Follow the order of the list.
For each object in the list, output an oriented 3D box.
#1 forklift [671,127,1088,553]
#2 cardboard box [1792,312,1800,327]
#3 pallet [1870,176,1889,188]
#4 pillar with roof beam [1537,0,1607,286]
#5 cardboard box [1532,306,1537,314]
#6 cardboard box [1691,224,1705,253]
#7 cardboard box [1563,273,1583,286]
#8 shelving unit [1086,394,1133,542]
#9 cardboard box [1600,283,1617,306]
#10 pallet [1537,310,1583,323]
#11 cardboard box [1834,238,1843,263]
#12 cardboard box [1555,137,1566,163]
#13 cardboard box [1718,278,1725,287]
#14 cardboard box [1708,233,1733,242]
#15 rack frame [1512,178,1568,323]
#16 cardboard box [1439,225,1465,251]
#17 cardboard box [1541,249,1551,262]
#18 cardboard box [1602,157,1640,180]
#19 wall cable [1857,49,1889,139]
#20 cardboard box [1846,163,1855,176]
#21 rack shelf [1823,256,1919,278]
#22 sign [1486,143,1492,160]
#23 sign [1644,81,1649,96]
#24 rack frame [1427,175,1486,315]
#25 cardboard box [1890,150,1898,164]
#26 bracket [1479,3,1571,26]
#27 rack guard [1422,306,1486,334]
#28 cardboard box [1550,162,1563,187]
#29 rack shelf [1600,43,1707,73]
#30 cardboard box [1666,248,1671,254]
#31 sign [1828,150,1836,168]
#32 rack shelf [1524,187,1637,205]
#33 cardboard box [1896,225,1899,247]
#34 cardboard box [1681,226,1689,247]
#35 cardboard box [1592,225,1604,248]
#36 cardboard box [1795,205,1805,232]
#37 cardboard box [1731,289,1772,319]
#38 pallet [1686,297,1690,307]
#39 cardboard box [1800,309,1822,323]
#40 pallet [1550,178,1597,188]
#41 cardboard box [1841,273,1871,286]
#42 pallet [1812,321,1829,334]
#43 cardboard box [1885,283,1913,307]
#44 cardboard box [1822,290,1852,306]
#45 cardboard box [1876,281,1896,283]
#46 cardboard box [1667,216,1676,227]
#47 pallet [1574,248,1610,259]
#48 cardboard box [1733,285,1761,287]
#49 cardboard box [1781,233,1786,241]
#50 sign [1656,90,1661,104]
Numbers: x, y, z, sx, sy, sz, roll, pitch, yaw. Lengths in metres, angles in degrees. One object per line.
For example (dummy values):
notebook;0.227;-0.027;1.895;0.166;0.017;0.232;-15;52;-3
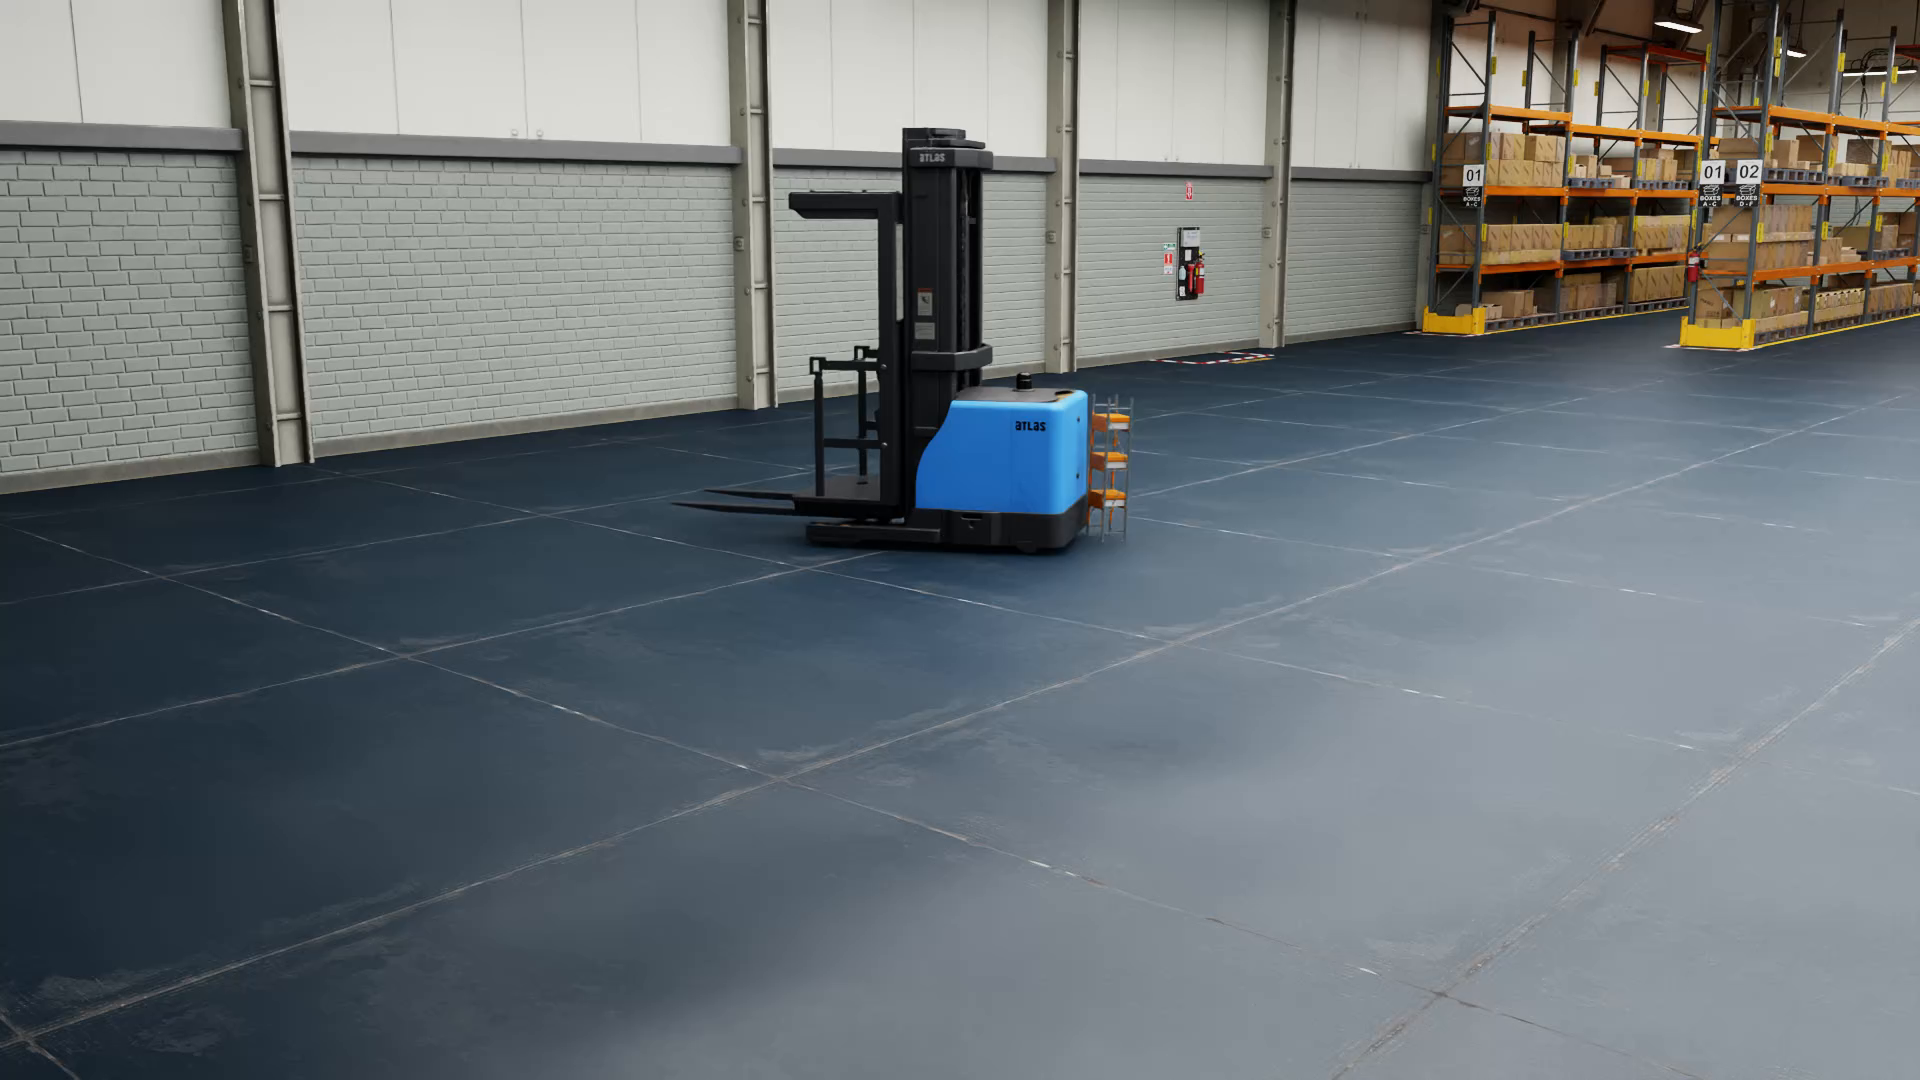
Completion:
forklift;-0.620;-1.481;12.142;3.031;2.935;1.130;3;12;15
cardboard box;15.484;-4.161;31.333;0.500;0.250;0.500;10;15;40
pallet;18.223;-7.328;34.064;1.213;0.211;1.003;11;16;43
pillar with roof beam;16.607;-9.006;34.329;9.100;9.000;0.548;10;15;40
cardboard box;11.910;-4.856;34.975;0.380;0.166;0.250;7;14;33
cardboard box;17.892;-7.514;41.407;0.980;0.700;0.700;10;15;41
cardboard box;13.342;-5.722;36.548;0.500;0.250;0.500;9;15;39
shelving unit;1.090;-0.525;12.137;0.215;1.050;0.252;-2;11;-22
cardboard box;14.445;-5.578;37.738;0.700;0.500;0.500;10;15;41
pallet;12.753;-4.859;36.002;1.003;0.211;1.213;10;15;40
cardboard box;17.509;-5.861;33.640;0.500;0.500;0.500;9;14;37
cardboard box;12.113;-8.023;34.206;0.500;0.500;0.500;8;14;36
cardboard box;19.444;-6.668;43.248;0.700;0.500;0.500;10;15;40
cardboard box;13.432;-5.332;29.335;0.380;0.149;0.250;9;15;39
rack frame;12.240;-6.112;35.154;1.000;3.000;0.127;10;15;40
cardboard box;9.751;-5.924;32.632;0.500;0.500;0.500;10;15;40
cardboard box;11.820;-5.867;34.260;0.500;0.250;0.500;10;15;41
cardboard box;15.152;-8.514;38.142;0.700;0.500;0.500;8;14;36
wall cable;26.196;-12.210;45.399;3.097;2.526;0.112;10;15;40
cardboard box;17.628;-7.428;33.394;0.500;0.250;0.500;9;15;39
rack shelf;19.924;-6.002;36.440;1.077;0.370;4.000;10;15;40
sign;10.008;-7.353;31.477;0.100;0.325;0.005;10;15;40
sign;15.295;-10.071;37.070;0.100;0.325;0.005;10;15;40
rack frame;9.600;-5.524;32.208;1.000;3.000;0.127;10;15;40
cardboard box;19.978;-8.163;36.181;0.600;0.600;0.600;9;14;38
bracket;11.654;-10.840;34.317;0.076;0.066;4.783;10;15;40
rack guard;9.650;-4.309;32.508;1.175;0.500;0.348;10;15;40
cardboard box;12.091;-7.535;34.315;0.500;0.500;0.500;10;15;42
rack shelf;16.201;-11.214;38.731;1.077;0.370;4.000;10;15;40
cardboard box;16.816;-6.943;39.905;0.380;0.149;0.250;10;15;40
sign;16.382;-7.164;31.240;0.100;0.325;0.005;10;15;40
rack shelf;13.561;-7.524;36.404;1.077;0.370;4.000;10;15;40
cardboard box;20.764;-6.863;37.588;0.700;0.500;0.500;4;12;21
cardboard box;17.406;-7.393;40.503;0.500;0.500;0.500;9;15;39
cardboard box;13.772;-6.709;36.763;0.700;0.500;0.500;10;15;40
cardboard box;15.343;-6.017;31.109;0.700;0.500;0.500;10;15;40
cardboard box;14.173;-4.233;29.779;0.500;0.500;0.500;10;15;40
pallet;18.082;-6.023;41.830;1.003;0.211;1.213;10;15;40
cardboard box;16.416;-4.357;32.315;0.500;0.250;0.500;9;15;39
pallet;12.728;-7.568;35.265;1.213;0.211;1.003;10;15;40
cardboard box;19.752;-5.746;36.666;0.500;0.250;0.500;9;15;39
pallet;16.421;-4.218;32.791;1.003;0.211;1.213;10;15;40
cardboard box;21.134;-5.529;37.496;0.500;0.500;0.500;10;15;40
cardboard box;17.770;-4.933;33.768;0.500;0.311;0.500;10;15;40
cardboard box;21.408;-5.760;38.648;0.500;0.500;0.500;10;15;40
cardboard box;16.724;-7.611;39.677;0.500;0.250;0.500;10;15;41
pallet;13.605;-6.310;36.635;1.003;0.211;1.213;10;15;40
cardboard box;14.763;-4.523;31.229;0.500;0.500;0.500;10;15;40
cardboard box;14.759;-5.507;30.212;0.380;0.149;0.250;10;15;41
sign;17.121;-10.842;40.730;0.100;0.325;0.005;10;15;40
